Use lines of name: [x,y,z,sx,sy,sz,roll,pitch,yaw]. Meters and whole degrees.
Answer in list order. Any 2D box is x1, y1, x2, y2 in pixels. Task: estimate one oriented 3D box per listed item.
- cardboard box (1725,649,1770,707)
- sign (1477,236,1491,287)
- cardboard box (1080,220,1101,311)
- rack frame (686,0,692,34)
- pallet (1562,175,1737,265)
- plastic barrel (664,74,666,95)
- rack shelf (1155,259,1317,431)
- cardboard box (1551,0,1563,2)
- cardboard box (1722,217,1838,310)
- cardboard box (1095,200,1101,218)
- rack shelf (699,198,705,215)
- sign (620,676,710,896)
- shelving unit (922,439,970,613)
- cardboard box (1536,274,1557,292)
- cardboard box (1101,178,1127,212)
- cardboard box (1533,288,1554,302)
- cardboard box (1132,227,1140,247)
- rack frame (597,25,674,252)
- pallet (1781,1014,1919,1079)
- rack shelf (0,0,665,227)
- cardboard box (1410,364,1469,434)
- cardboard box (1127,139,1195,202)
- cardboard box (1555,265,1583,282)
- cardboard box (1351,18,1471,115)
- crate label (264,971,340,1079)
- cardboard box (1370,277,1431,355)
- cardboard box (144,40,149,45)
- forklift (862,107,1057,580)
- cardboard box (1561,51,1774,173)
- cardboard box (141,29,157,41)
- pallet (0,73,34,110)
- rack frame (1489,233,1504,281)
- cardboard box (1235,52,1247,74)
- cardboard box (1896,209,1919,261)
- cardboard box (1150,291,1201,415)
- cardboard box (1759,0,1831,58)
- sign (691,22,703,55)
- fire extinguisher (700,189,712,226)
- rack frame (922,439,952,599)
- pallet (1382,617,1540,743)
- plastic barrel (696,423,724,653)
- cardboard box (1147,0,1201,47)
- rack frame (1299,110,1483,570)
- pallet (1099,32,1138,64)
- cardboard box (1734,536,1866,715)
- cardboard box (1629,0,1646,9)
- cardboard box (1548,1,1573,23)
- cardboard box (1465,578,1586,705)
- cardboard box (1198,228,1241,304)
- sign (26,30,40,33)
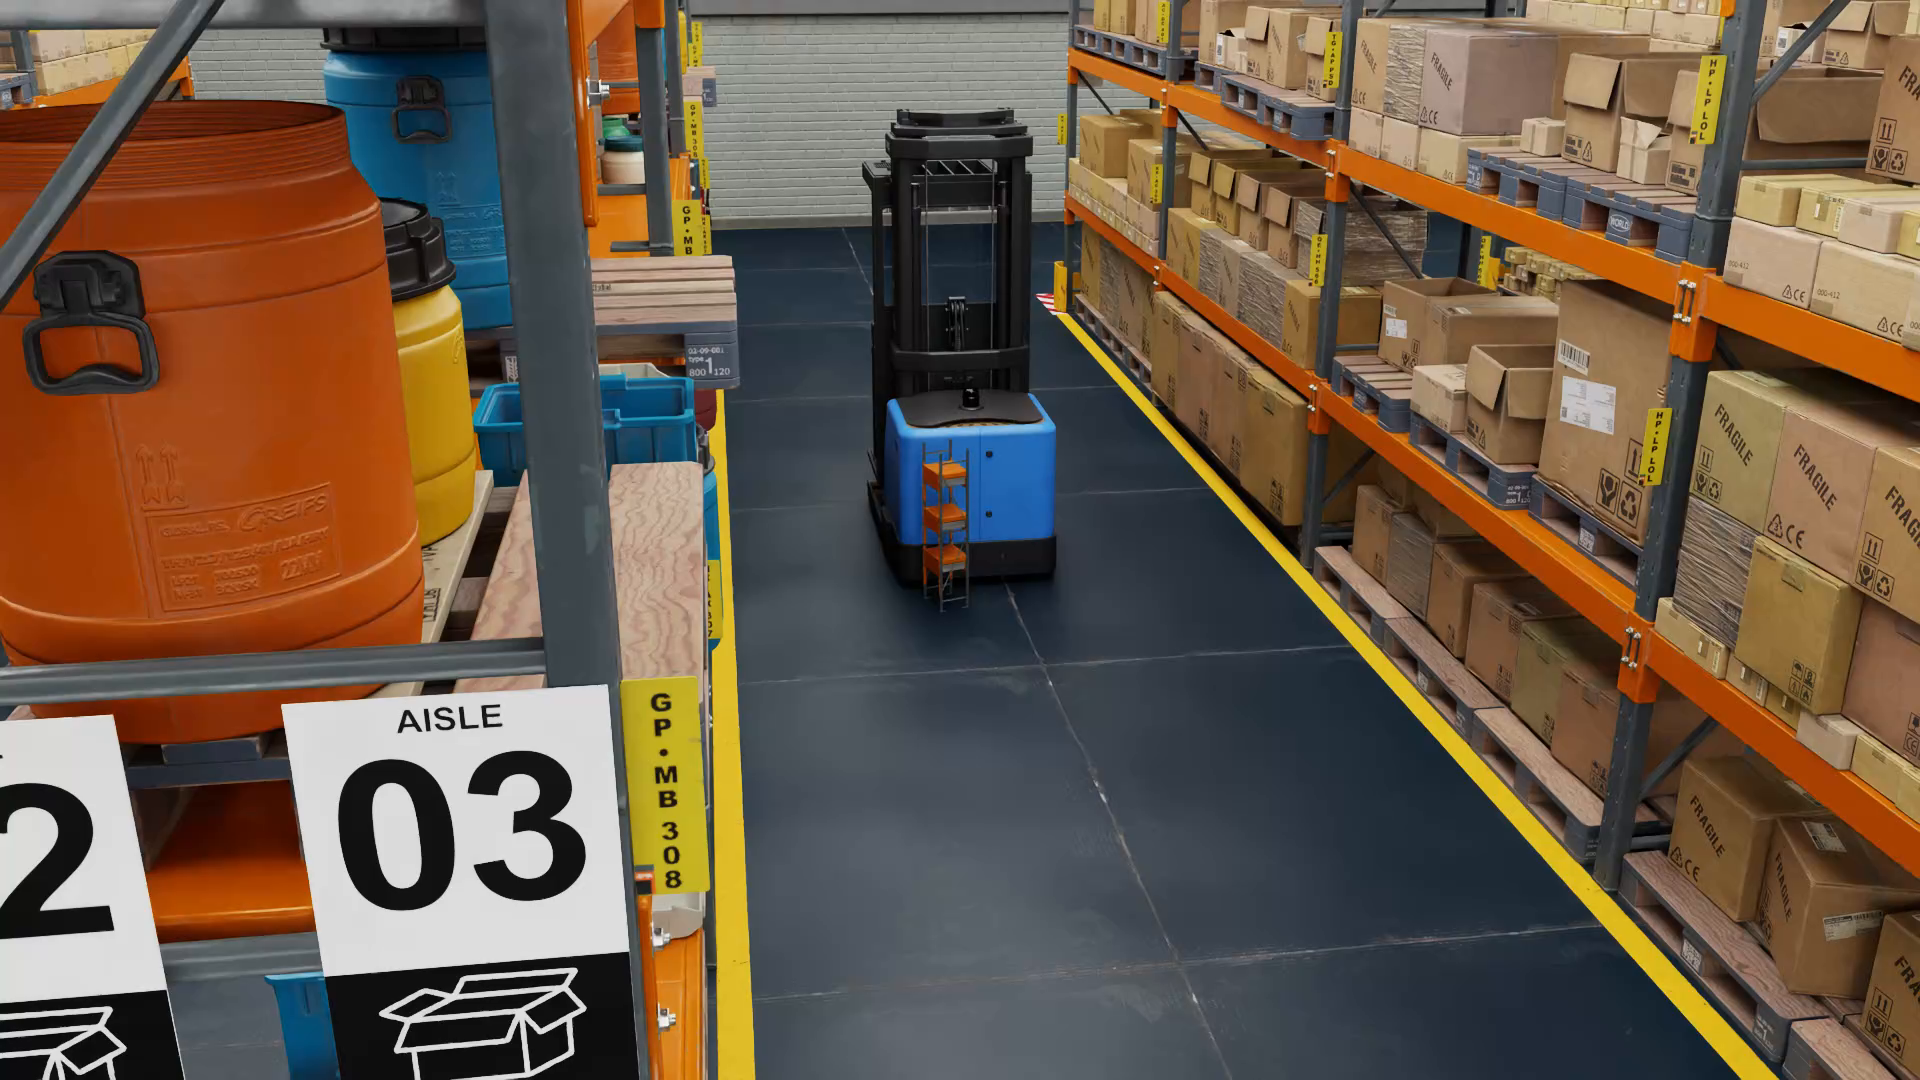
cardboard box: [3.205,0.514,6.411,0.380,0.149,0.250,-3,21,-8]
sign: [3.344,-1.786,10.669,0.100,0.325,0.005,-3,21,-8]
cardboard box: [1.826,-3.004,17.908,0.875,0.875,0.875,-3,21,-8]
rack frame: [-3.246,-6.581,16.474,1.000,3.000,0.127,-3,21,-8]
pallet: [3.401,-1.402,7.163,1.213,0.211,1.003,-3,21,-8]
plastic barrel: [-2.018,-2.908,10.550,0.294,0.245,0.294,0,20,0]
rack shelf: [2.520,-1.606,12.756,1.077,0.370,4.000,-3,21,-8]
cardboard box: [6.385,-5.681,17.281,0.380,0.149,0.250,-3,21,-8]
cardboard box: [3.196,-1.031,6.118,0.500,0.250,0.500,-4,21,-10]
cardboard box: [1.567,-3.318,16.671,0.380,0.149,0.250,-3,21,-8]
rack shelf: [-2.958,-2.741,15.795,1.077,0.370,4.000,-3,21,-8]
sign: [-0.395,0.334,2.235,0.100,0.325,0.005,-3,21,-8]
shelving unit: [-0.089,-0.089,10.454,0.215,1.050,0.252,-10,23,-24]
cardboard box: [6.435,-2.769,17.892,0.380,0.149,0.250,-2,21,-6]
cardboard box: [1.688,-3.375,16.255,0.500,0.250,0.500,-3,21,-9]
cardboard box: [6.426,-2.633,17.952,0.380,0.149,0.250,-3,21,-7]
cardboard box: [1.789,-2.784,15.243,0.380,0.149,0.250,-3,21,-9]
rack frame: [-1.516,-2.426,5.350,1.000,3.000,0.127,-3,21,-8]
pallet: [3.696,2.095,5.805,1.003,0.211,1.213,-3,21,-8]
rack shelf: [-1.228,-1.209,3.691,1.077,0.370,4.000,-3,21,-8]
cardboard box: [2.822,-0.785,9.144,0.500,0.250,0.500,-4,21,-9]
cardboard box: [1.833,-3.375,15.182,0.500,0.500,0.500,-3,21,-7]
cardboard box: [6.534,-2.815,17.591,0.380,0.149,0.250,-2,21,-6]
cardboard box: [2.621,-2.761,9.676,0.500,0.500,0.500,-3,21,-7]
crate label: [-1.473,1.129,4.355,0.502,0.435,0.616,-3,21,-8]
cardboard box: [3.007,-1.479,11.246,0.500,0.500,0.500,-2,21,-6]
cardboard box: [-7.752,-4.518,15.454,0.500,0.250,0.500,-3,21,-8]
forklift: [-0.093,-1.591,11.787,1.130,2.935,3.031,-3,21,-8]
cardboard box: [3.278,-2.009,7.774,0.797,0.503,0.637,-2,21,-6]
cardboard box: [-7.750,-4.753,15.367,0.500,0.250,0.500,-3,21,-8]
pallet: [-7.547,-3.225,12.044,1.213,0.211,1.003,-3,21,-8]
rack frame: [6.578,-4.235,18.768,1.000,3.000,0.127,-3,21,-8]
cardboard box: [2.298,-3.596,12.529,0.380,0.149,0.250,-4,21,-10]
cardboard box: [3.329,-0.992,5.443,0.380,0.149,0.250,-2,21,-6]
cardboard box: [2.344,-1.616,14.192,1.225,0.875,0.875,-3,21,-8]
cardboard box: [7.100,-4.362,14.078,0.700,0.500,0.500,-3,21,-8]
sign: [-2.704,-5.160,17.106,0.100,0.325,0.005,-3,21,-8]
fire extinguisher: [-2.818,-3.634,17.803,0.296,0.674,0.183,-3,21,-8]
rack frame: [-0.142,-0.127,10.556,0.200,1.050,0.008,-10,23,-24]
pallet: [3.092,0.748,9.411,1.003,0.211,1.213,-3,21,-8]
plastic barrel: [-1.272,0.001,6.711,0.600,0.901,0.708,-3,21,-8]
cardboard box: [2.059,-4.599,14.568,0.700,0.500,0.500,-4,21,-11]
rack frame: [2.808,-1.250,10.776,1.000,3.000,0.127,-3,21,-8]
pallet: [1.951,-4.704,15.863,1.003,0.211,1.213,-3,21,-8]
cardboard box: [3.426,0.282,6.105,0.875,0.500,0.500,-3,21,-8]
cardboard box: [6.627,-5.147,15.853,0.380,0.149,0.250,-3,21,-8]
cardboard box: [6.460,-5.459,17.257,0.500,0.250,0.500,-3,21,-8]
cardboard box: [3.186,0.526,8.964,0.700,0.500,0.500,-5,21,-12]
cardboard box: [2.196,-2.163,13.077,0.500,0.500,0.500,-3,21,-9]
sign: [-7.023,-3.998,12.544,0.100,0.325,0.005,-3,21,-8]
